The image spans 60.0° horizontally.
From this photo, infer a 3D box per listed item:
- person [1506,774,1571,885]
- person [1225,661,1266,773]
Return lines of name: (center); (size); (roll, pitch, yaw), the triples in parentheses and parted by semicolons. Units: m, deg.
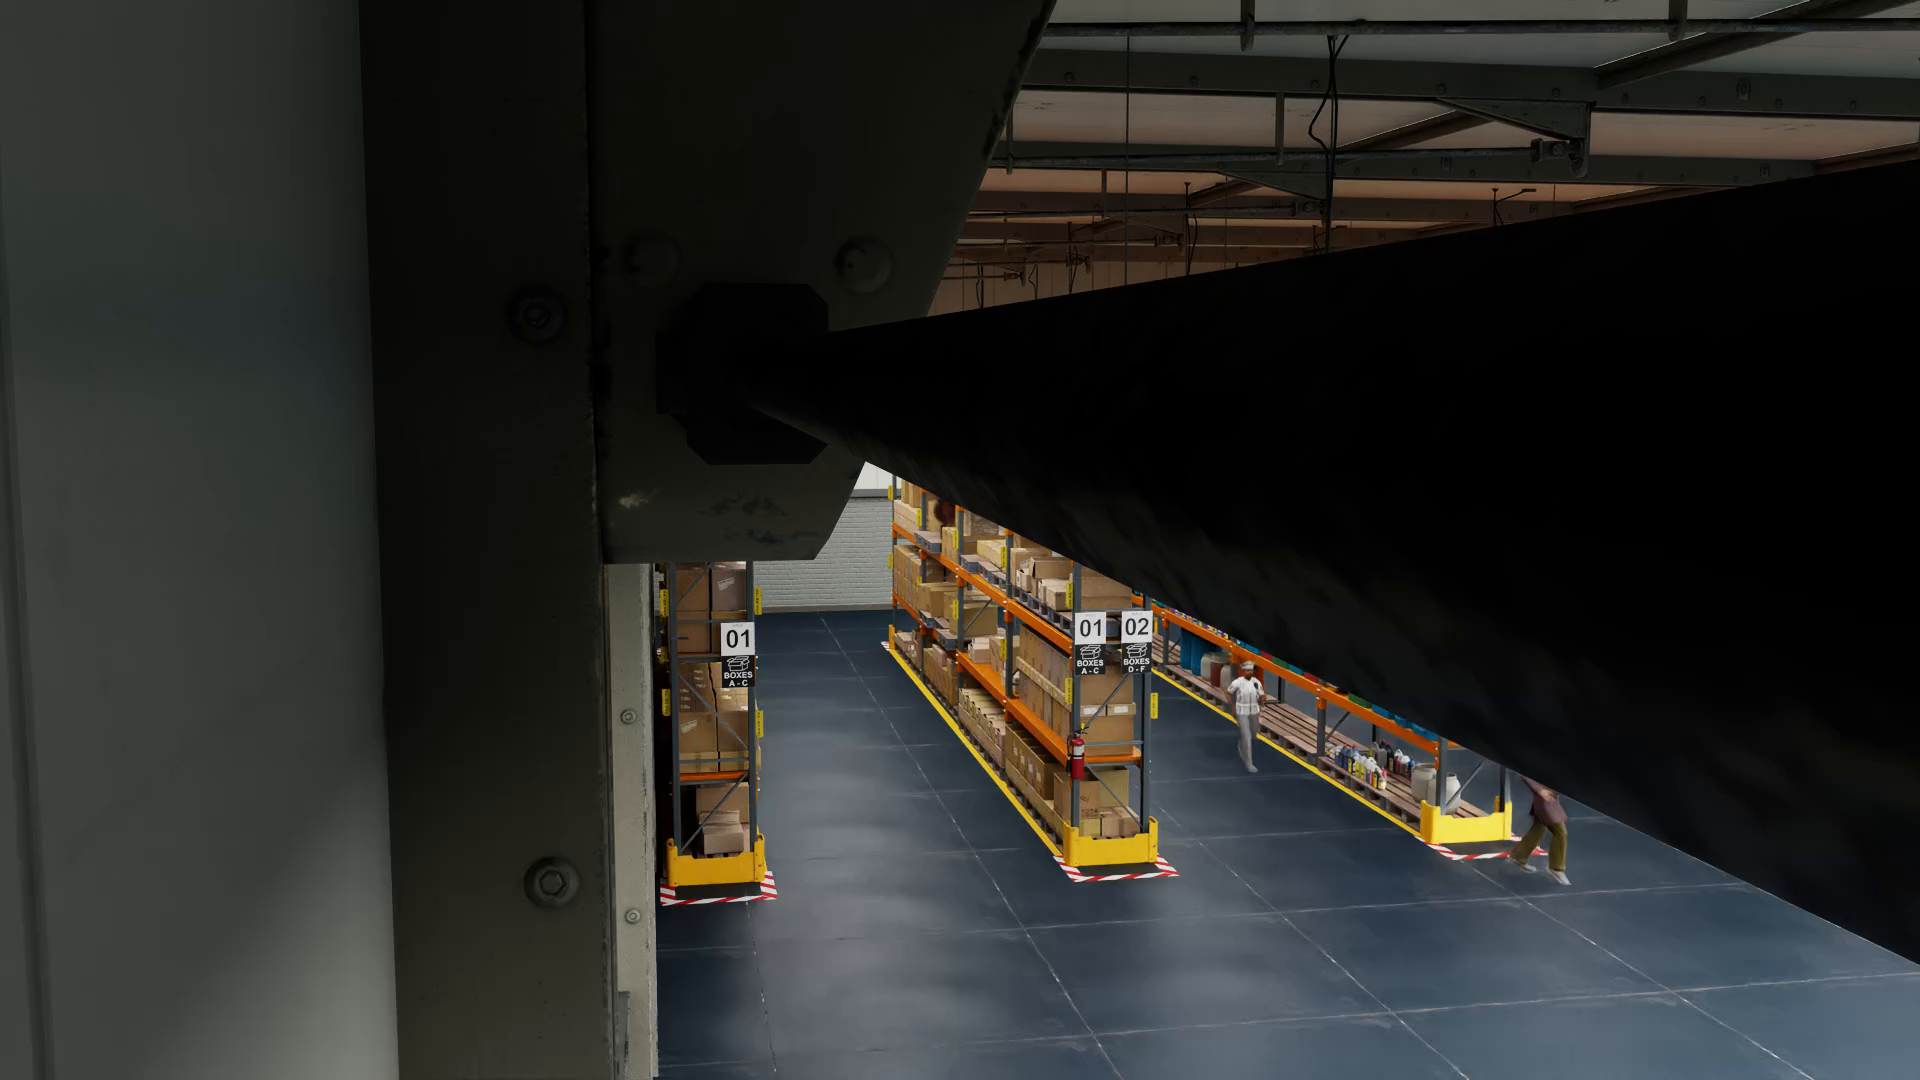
person: (7.130, 3.266, 20.353); (0.792, 1.864, 0.733); (3, 7, 28)
person: (4.450, 2.694, 25.785); (0.583, 1.675, 0.904); (-1, 6, -14)
